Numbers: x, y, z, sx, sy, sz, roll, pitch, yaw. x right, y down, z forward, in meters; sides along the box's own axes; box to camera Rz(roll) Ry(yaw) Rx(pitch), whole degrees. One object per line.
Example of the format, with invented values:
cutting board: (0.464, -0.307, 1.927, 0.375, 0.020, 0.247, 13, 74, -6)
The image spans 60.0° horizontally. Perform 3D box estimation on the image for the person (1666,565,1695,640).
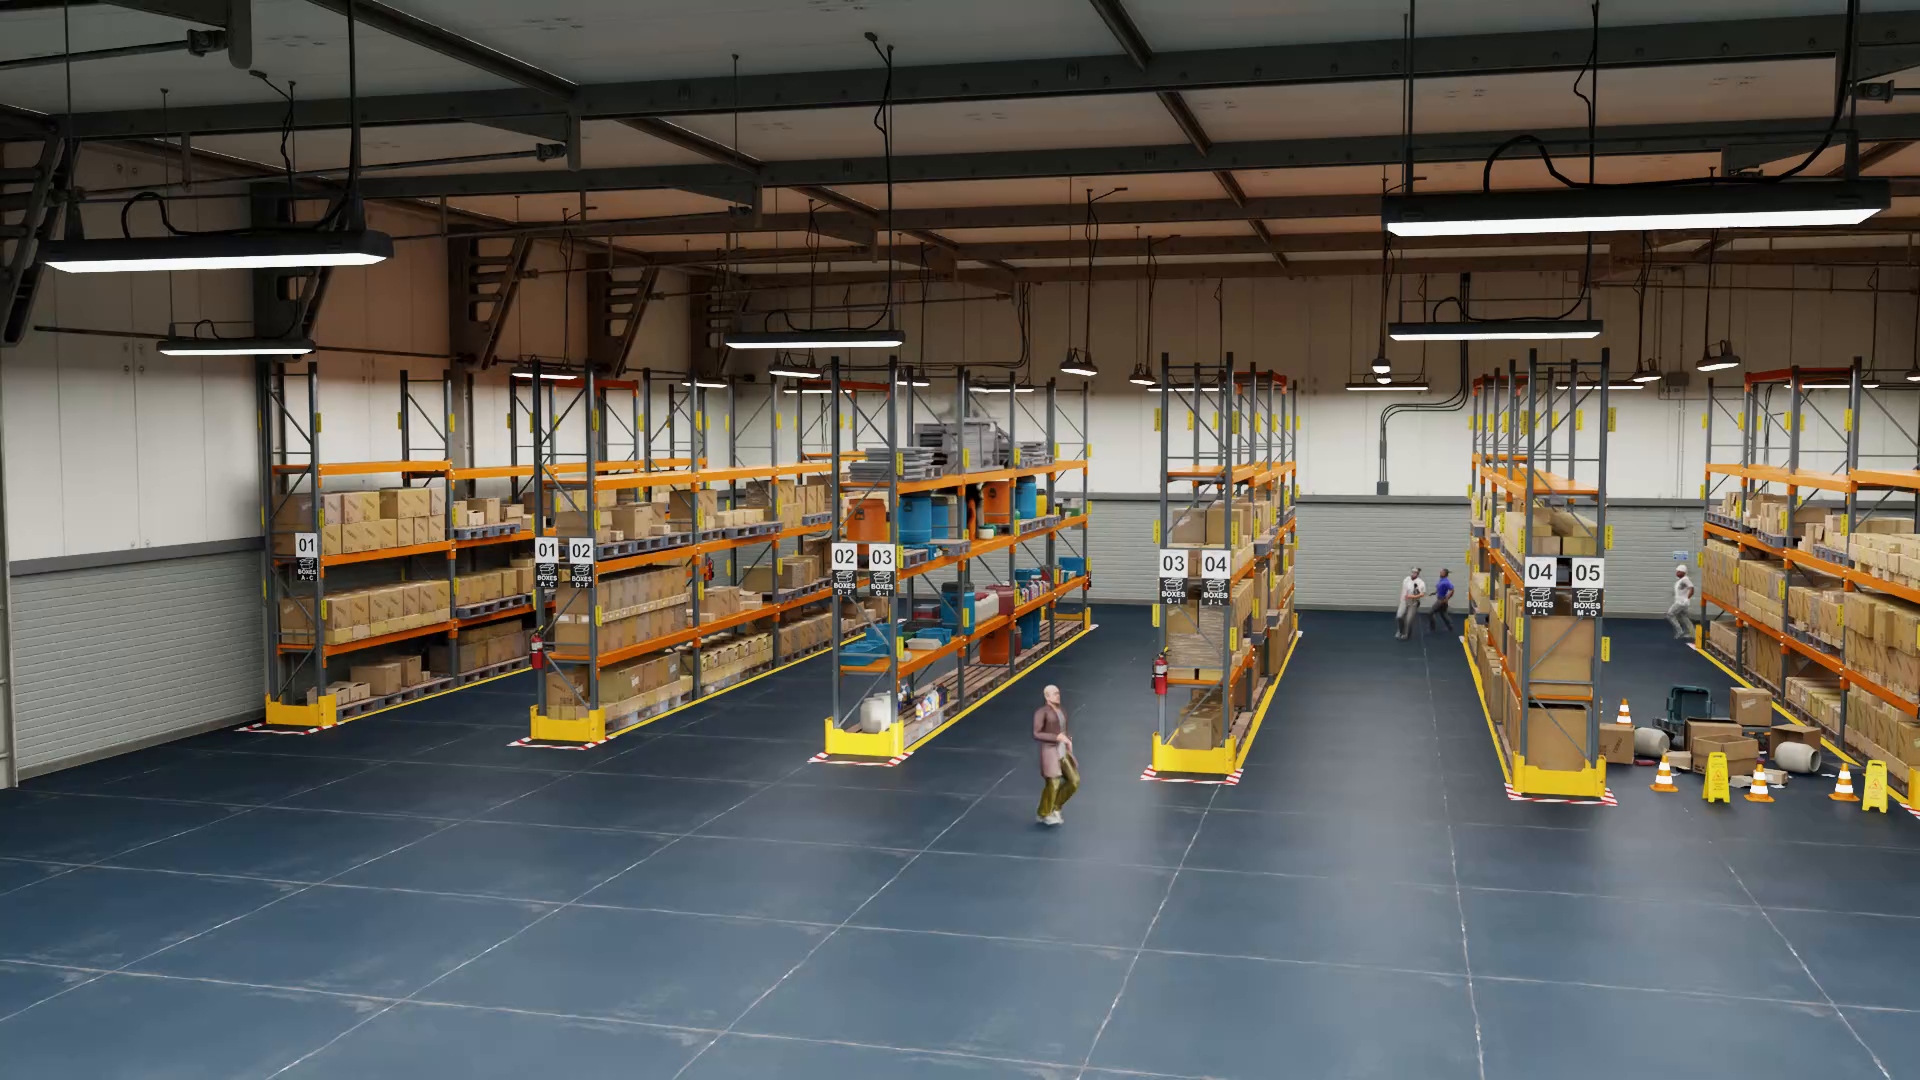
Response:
person: (16.599, 1.452, 38.251, 0.641, 1.775, 0.763, 2, 4, 23)

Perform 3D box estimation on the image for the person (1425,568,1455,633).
person: (11.374, 1.456, 39.436, 0.691, 1.617, 0.733, 2, 4, 24)

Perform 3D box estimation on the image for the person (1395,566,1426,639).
person: (10.357, 1.443, 38.235, 0.712, 1.720, 0.655, 3, 5, 35)

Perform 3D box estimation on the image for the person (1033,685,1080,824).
person: (1.220, 2.678, 20.587, 0.694, 1.762, 0.671, -4, 6, -43)
